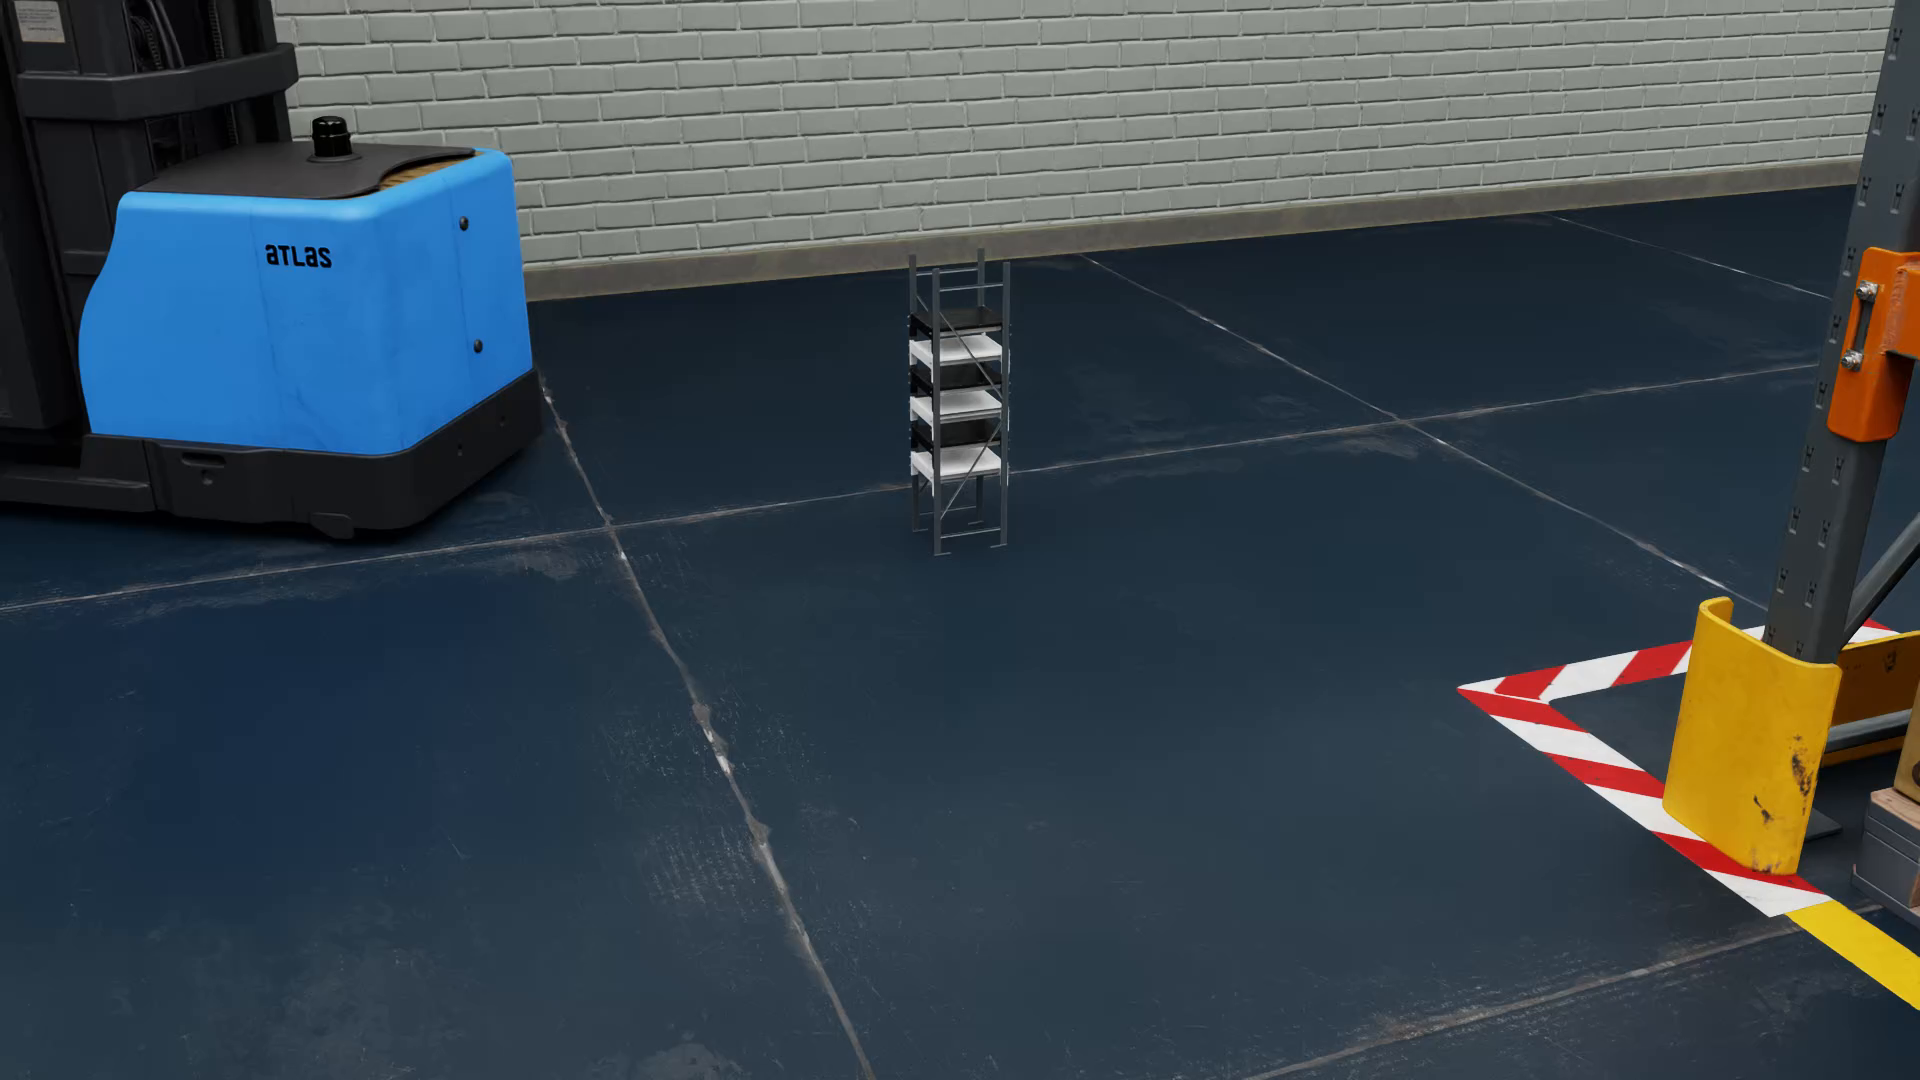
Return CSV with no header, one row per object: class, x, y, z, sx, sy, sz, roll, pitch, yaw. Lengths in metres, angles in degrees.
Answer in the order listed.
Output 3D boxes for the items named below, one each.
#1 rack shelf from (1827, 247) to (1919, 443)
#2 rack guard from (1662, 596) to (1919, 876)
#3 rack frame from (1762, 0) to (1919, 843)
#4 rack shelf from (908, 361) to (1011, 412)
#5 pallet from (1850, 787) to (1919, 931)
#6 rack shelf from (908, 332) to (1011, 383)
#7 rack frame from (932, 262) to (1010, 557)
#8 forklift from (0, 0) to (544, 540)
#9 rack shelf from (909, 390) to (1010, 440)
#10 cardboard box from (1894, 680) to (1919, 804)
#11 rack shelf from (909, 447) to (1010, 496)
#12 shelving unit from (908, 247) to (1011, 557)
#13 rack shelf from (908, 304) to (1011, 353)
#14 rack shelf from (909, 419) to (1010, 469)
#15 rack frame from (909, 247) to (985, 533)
rack shelf,2.909,0.267,1.680,1.077,0.370,4.000,-8,24,-19
rack guard,2.194,0.352,3.771,1.175,0.500,0.348,-8,24,-19
rack frame,2.202,-0.791,3.265,1.000,3.000,0.127,-8,24,-19
rack shelf,-0.003,-0.470,5.060,0.258,0.077,0.200,-8,24,-19
pallet,2.558,0.774,3.142,1.003,0.211,1.213,-8,24,-19
rack shelf,-0.003,-0.553,5.025,0.258,0.077,0.200,-8,24,-19
rack frame,0.033,-0.381,4.995,0.240,0.900,0.006,-8,24,-19
forklift,-3.072,-1.631,5.345,3.031,2.935,1.130,5,23,11
rack shelf,-0.003,-0.387,5.095,0.258,0.077,0.200,-8,24,-19
cardboard box,2.503,0.216,3.070,0.875,0.875,0.875,-8,24,-19
rack shelf,-0.003,-0.221,5.165,0.258,0.077,0.200,-8,24,-19
shelving unit,-0.003,-0.418,5.082,0.258,0.900,0.210,-8,24,-19
rack shelf,-0.003,-0.636,4.990,0.258,0.077,0.200,-8,24,-19
rack shelf,-0.003,-0.304,5.130,0.258,0.077,0.200,-8,24,-19
rack frame,-0.039,-0.455,5.170,0.240,0.900,0.006,-8,24,-19
